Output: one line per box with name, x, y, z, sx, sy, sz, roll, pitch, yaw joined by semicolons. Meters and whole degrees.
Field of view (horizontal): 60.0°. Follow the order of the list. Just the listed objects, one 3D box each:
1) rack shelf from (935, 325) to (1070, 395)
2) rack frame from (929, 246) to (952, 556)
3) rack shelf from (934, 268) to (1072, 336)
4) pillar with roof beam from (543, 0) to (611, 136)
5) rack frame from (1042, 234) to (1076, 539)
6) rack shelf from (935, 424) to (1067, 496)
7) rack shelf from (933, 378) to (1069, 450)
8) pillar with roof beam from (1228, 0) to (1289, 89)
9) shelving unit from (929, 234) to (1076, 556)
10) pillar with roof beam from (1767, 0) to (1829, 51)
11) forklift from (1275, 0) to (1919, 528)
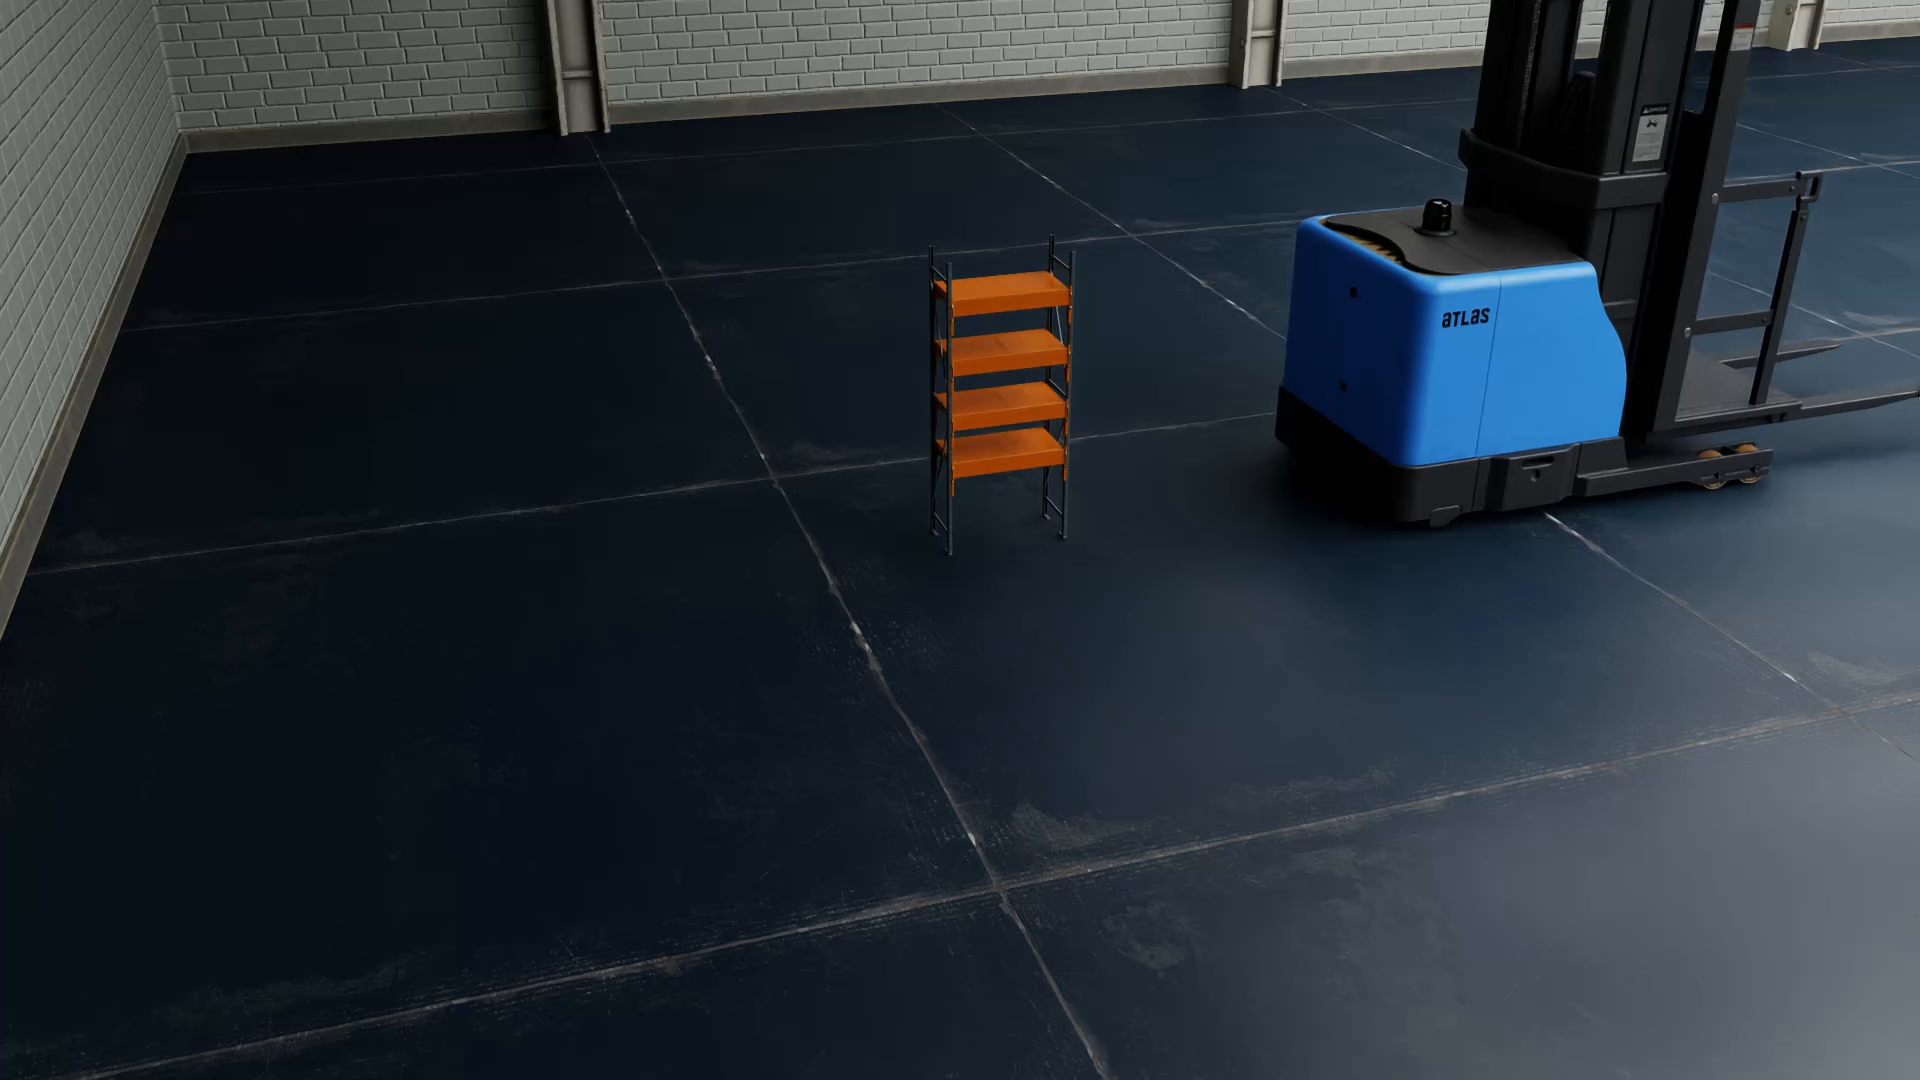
rack shelf;0.157;-0.700;6.460;0.480;0.148;0.258;-8;28;-16
rack frame;-0.075;-0.527;6.461;0.015;1.200;0.240;-8;28;-16
rack shelf;0.157;-0.912;6.354;0.480;0.148;0.258;-8;28;-16
pillar with roof beam;-1.705;-5.521;7.751;0.400;9.000;9.100;-8;28;-16
rack frame;0.389;-0.594;6.597;0.015;1.200;0.240;-8;28;-16
rack shelf;0.157;-0.322;6.647;0.480;0.148;0.258;-8;28;-16
rack shelf;0.157;-0.500;6.559;0.480;0.148;0.258;-8;28;-16
pillar with roof beam;4.000;-6.347;9.415;0.400;9.000;9.100;-8;28;-16
shelving unit;0.157;-0.560;6.529;0.503;1.200;0.258;-8;28;-16
pillar with roof beam;9.705;-7.173;11.079;0.400;9.000;9.100;-8;28;-16
forklift;3.003;-1.744;6.967;3.031;2.935;1.130;-9;28;-17
